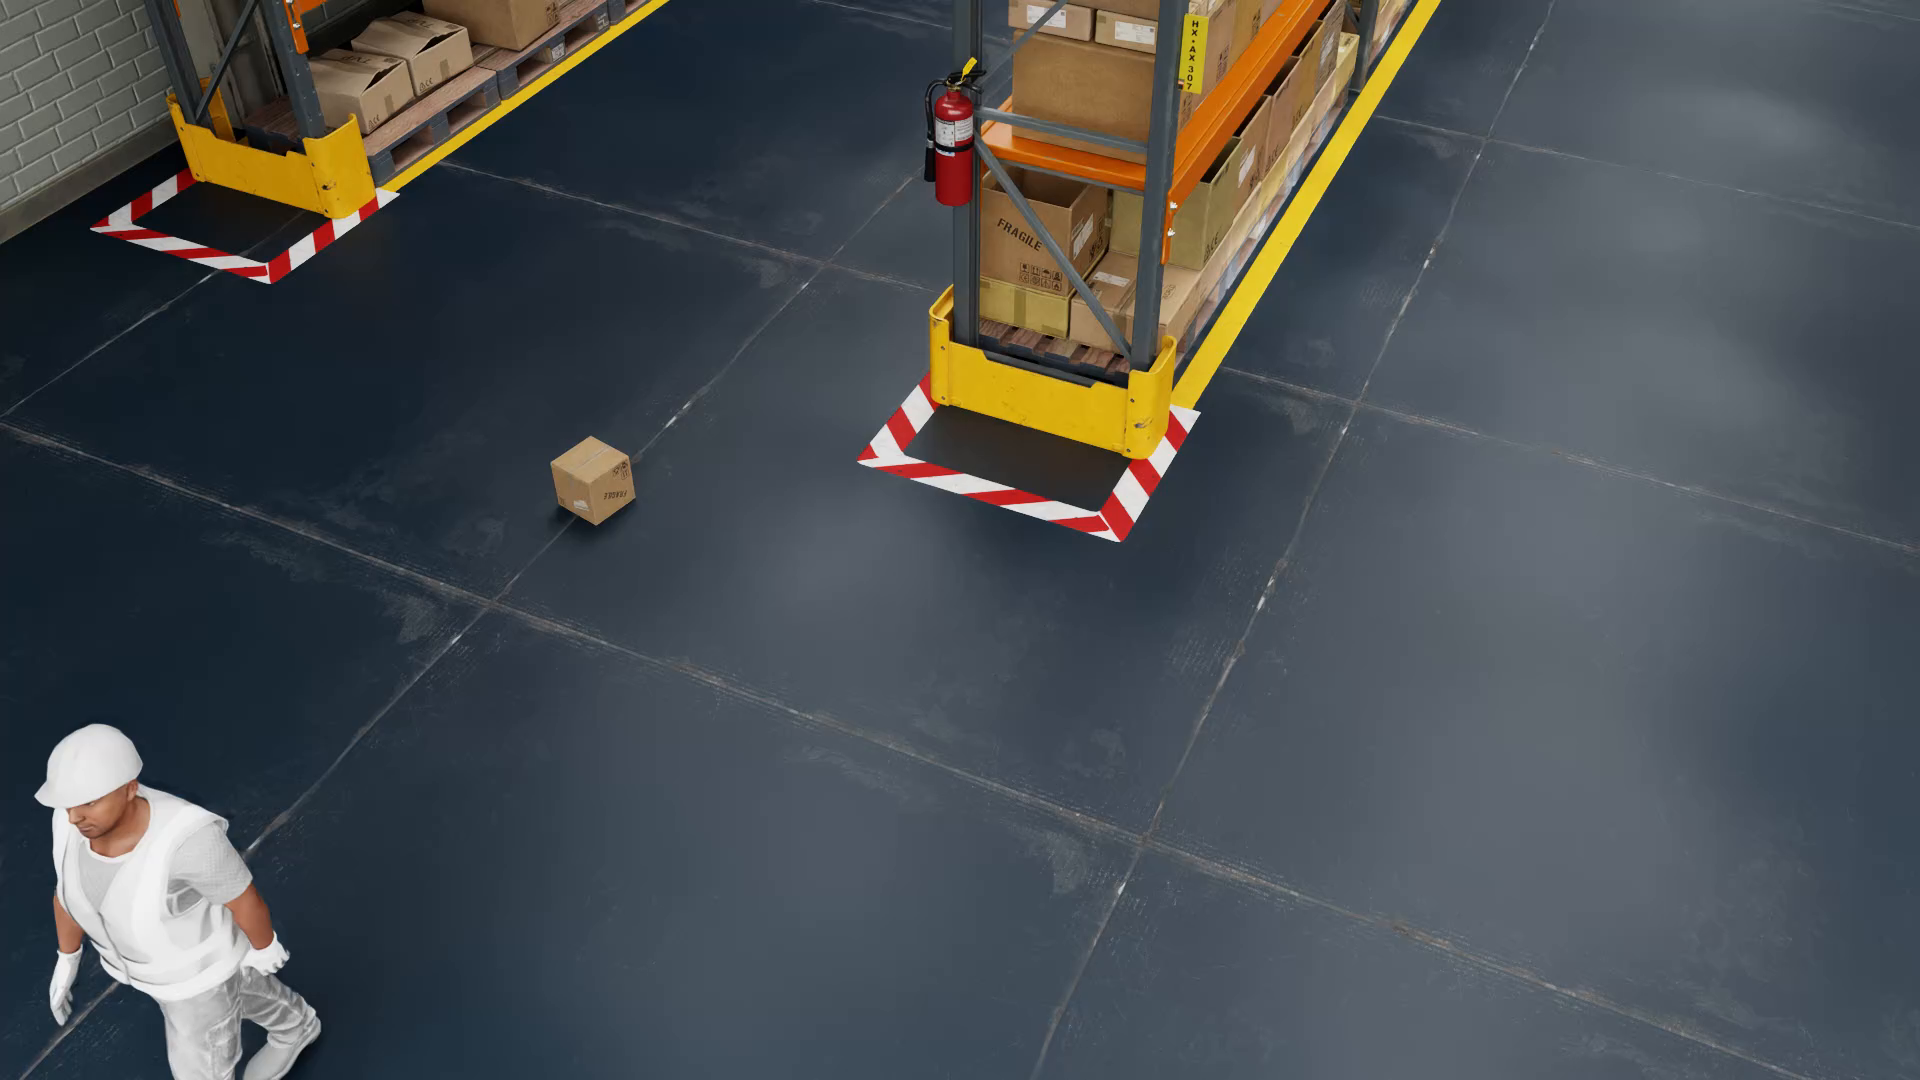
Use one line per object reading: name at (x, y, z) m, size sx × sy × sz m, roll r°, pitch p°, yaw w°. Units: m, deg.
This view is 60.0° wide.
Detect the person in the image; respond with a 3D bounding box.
person at (-2.308, 1.254, 4.710) m, size 0.553 × 1.755 × 0.897 m, roll 16°, pitch 44°, yaw 18°
